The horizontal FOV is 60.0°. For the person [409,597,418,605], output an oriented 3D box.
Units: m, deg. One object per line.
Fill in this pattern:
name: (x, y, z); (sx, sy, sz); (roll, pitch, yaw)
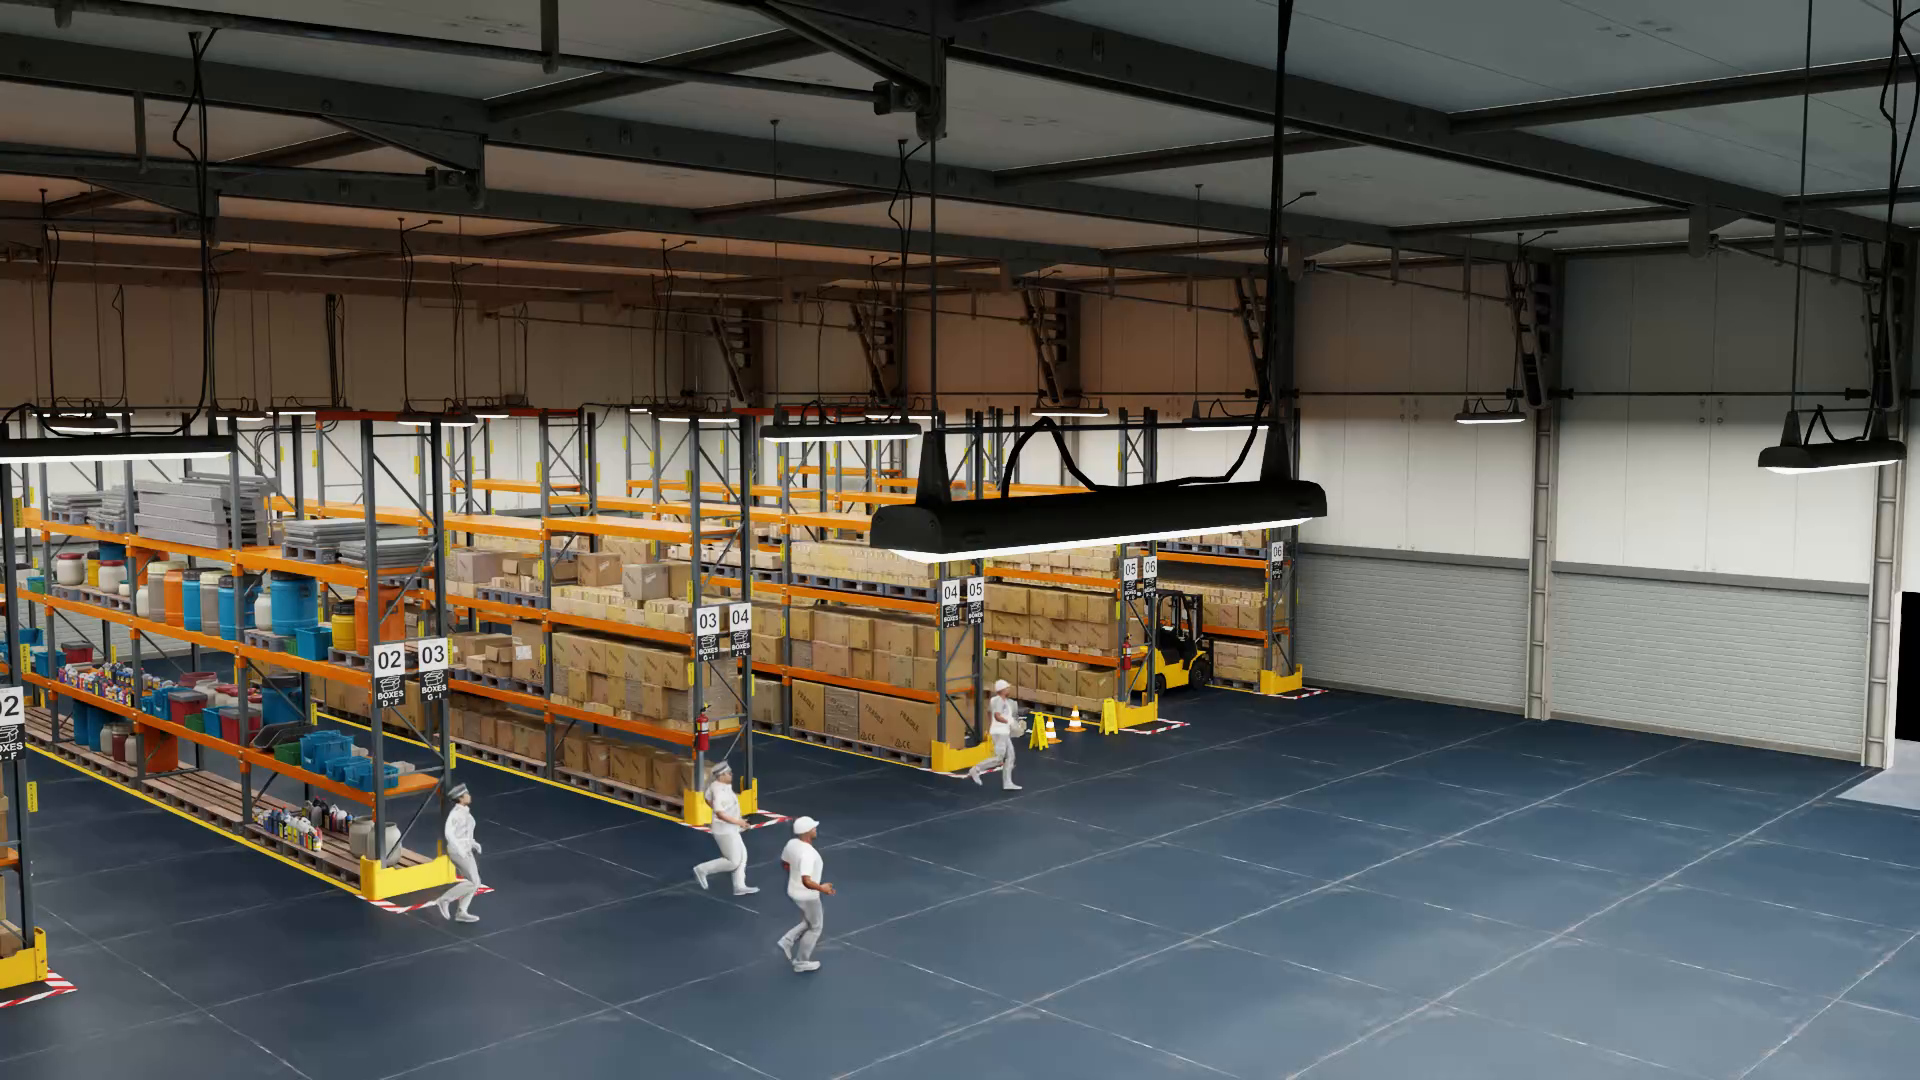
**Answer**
person: (-13.026, 2.046, 39.428); (0.701, 1.603, 0.600); (2, 5, 22)

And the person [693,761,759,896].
person: (-2.949, 3.623, 20.869); (0.835, 1.743, 0.677); (-1, 5, -15)

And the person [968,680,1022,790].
person: (0.580, 3.110, 26.715); (0.860, 1.727, 0.678); (0, 5, 4)

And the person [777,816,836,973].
person: (-1.695, 3.862, 18.151); (0.576, 1.719, 0.679); (-2, 6, -24)

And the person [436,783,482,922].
person: (-6.033, 3.742, 20.011); (0.522, 1.633, 0.648); (-1, 5, -13)
